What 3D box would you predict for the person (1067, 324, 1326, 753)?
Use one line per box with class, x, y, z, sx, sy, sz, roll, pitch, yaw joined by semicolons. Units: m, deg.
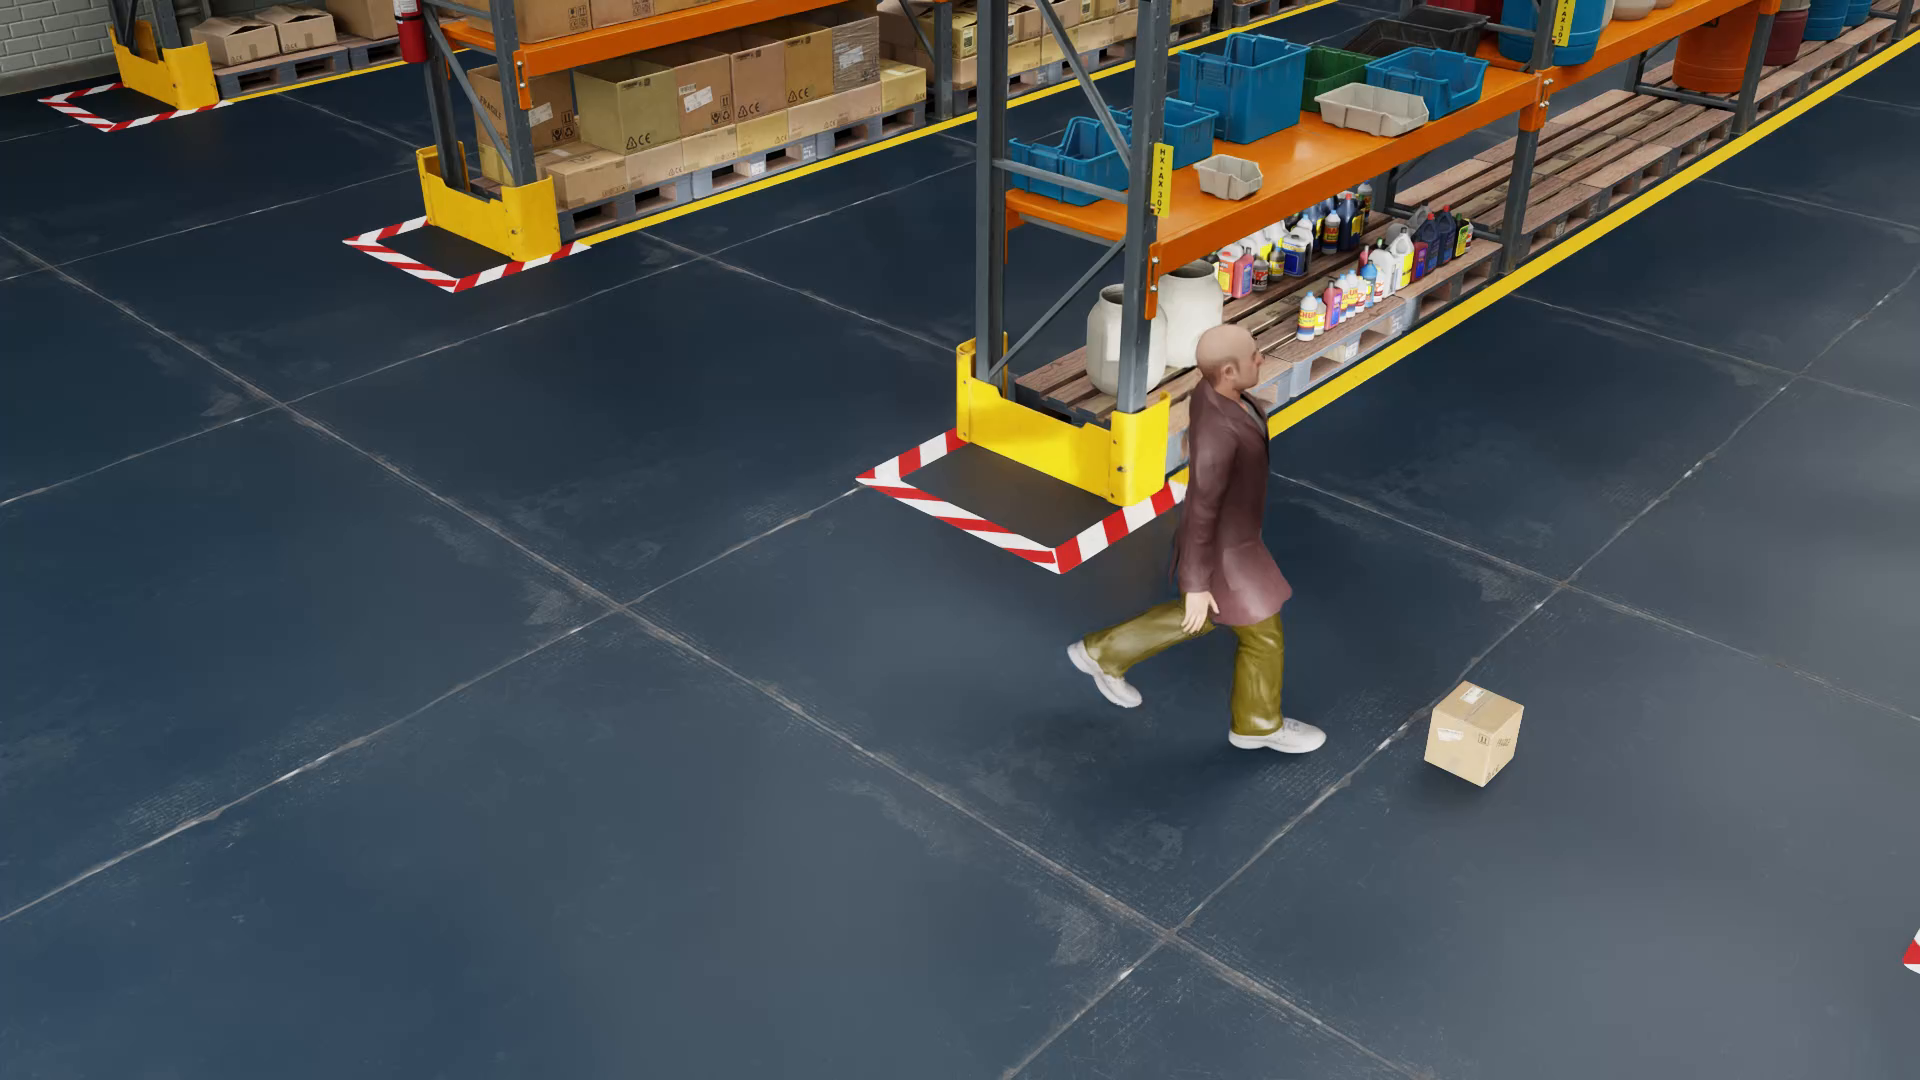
person;0.917;0.016;6.124;1.016;1.741;0.655;3;31;4
